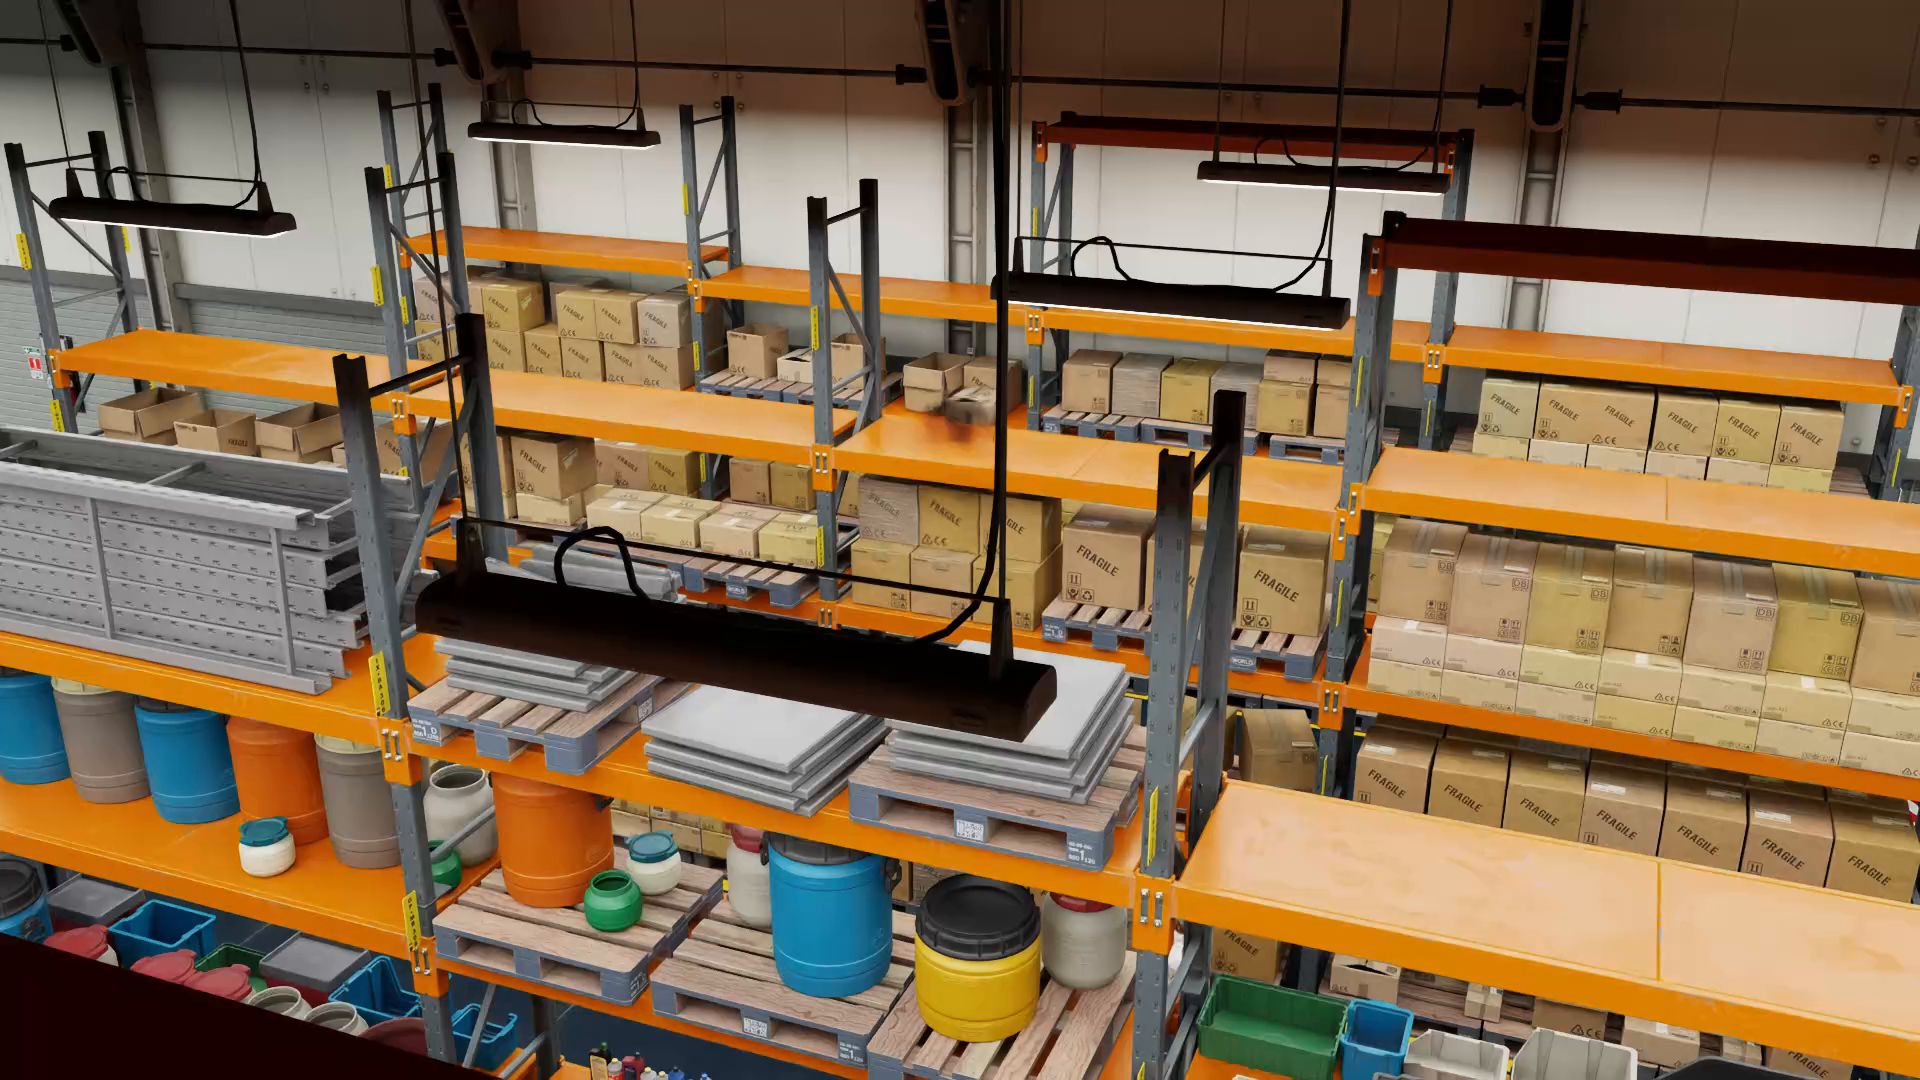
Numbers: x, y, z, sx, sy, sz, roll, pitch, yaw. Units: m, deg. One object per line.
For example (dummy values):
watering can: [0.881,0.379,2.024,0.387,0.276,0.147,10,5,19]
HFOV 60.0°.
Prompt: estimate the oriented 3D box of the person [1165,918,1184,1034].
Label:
person: [1.522,3.210,11.709,0.927,1.615,0.603,10,23,24]
